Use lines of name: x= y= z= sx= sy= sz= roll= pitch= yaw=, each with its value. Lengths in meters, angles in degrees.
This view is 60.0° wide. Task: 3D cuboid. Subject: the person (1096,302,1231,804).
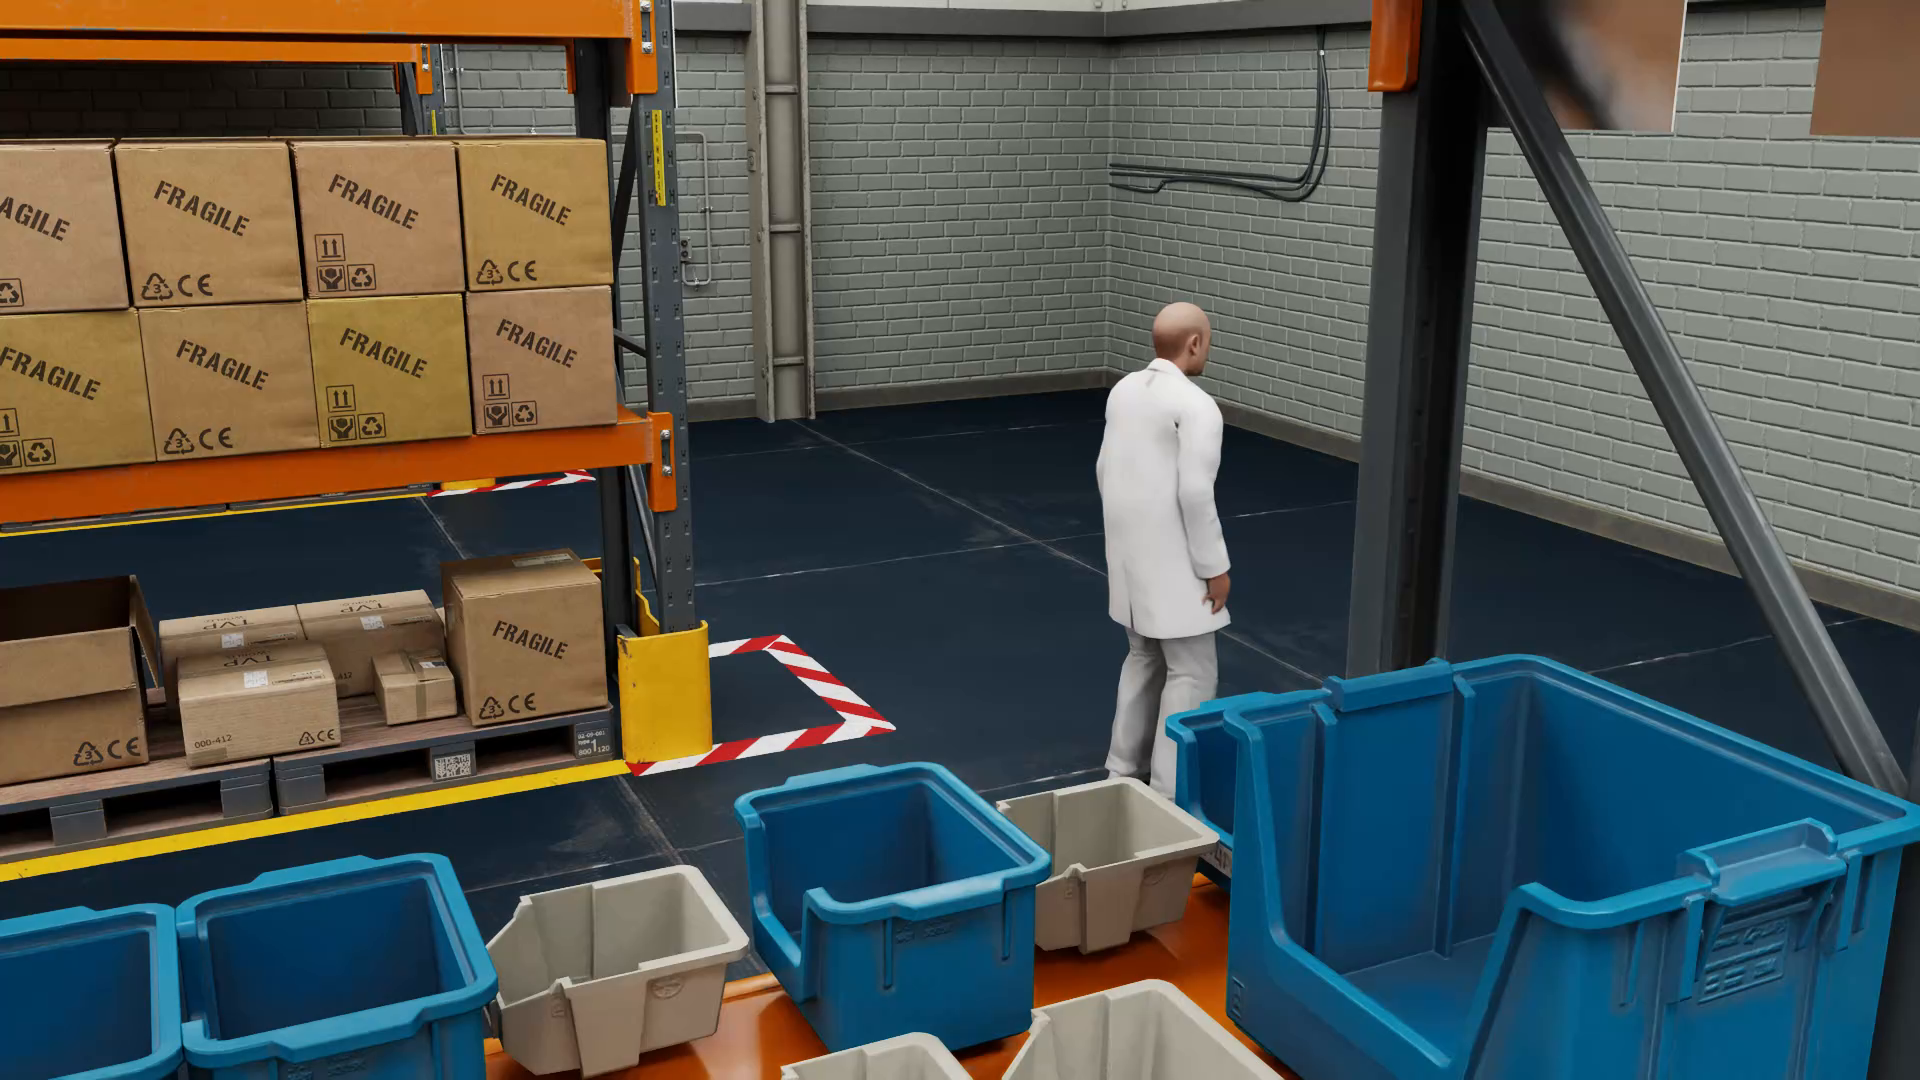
person: x=0.720 y=0.064 z=5.811 sx=0.428 sy=1.772 sz=0.641 roll=-8 pitch=17 yaw=-27
